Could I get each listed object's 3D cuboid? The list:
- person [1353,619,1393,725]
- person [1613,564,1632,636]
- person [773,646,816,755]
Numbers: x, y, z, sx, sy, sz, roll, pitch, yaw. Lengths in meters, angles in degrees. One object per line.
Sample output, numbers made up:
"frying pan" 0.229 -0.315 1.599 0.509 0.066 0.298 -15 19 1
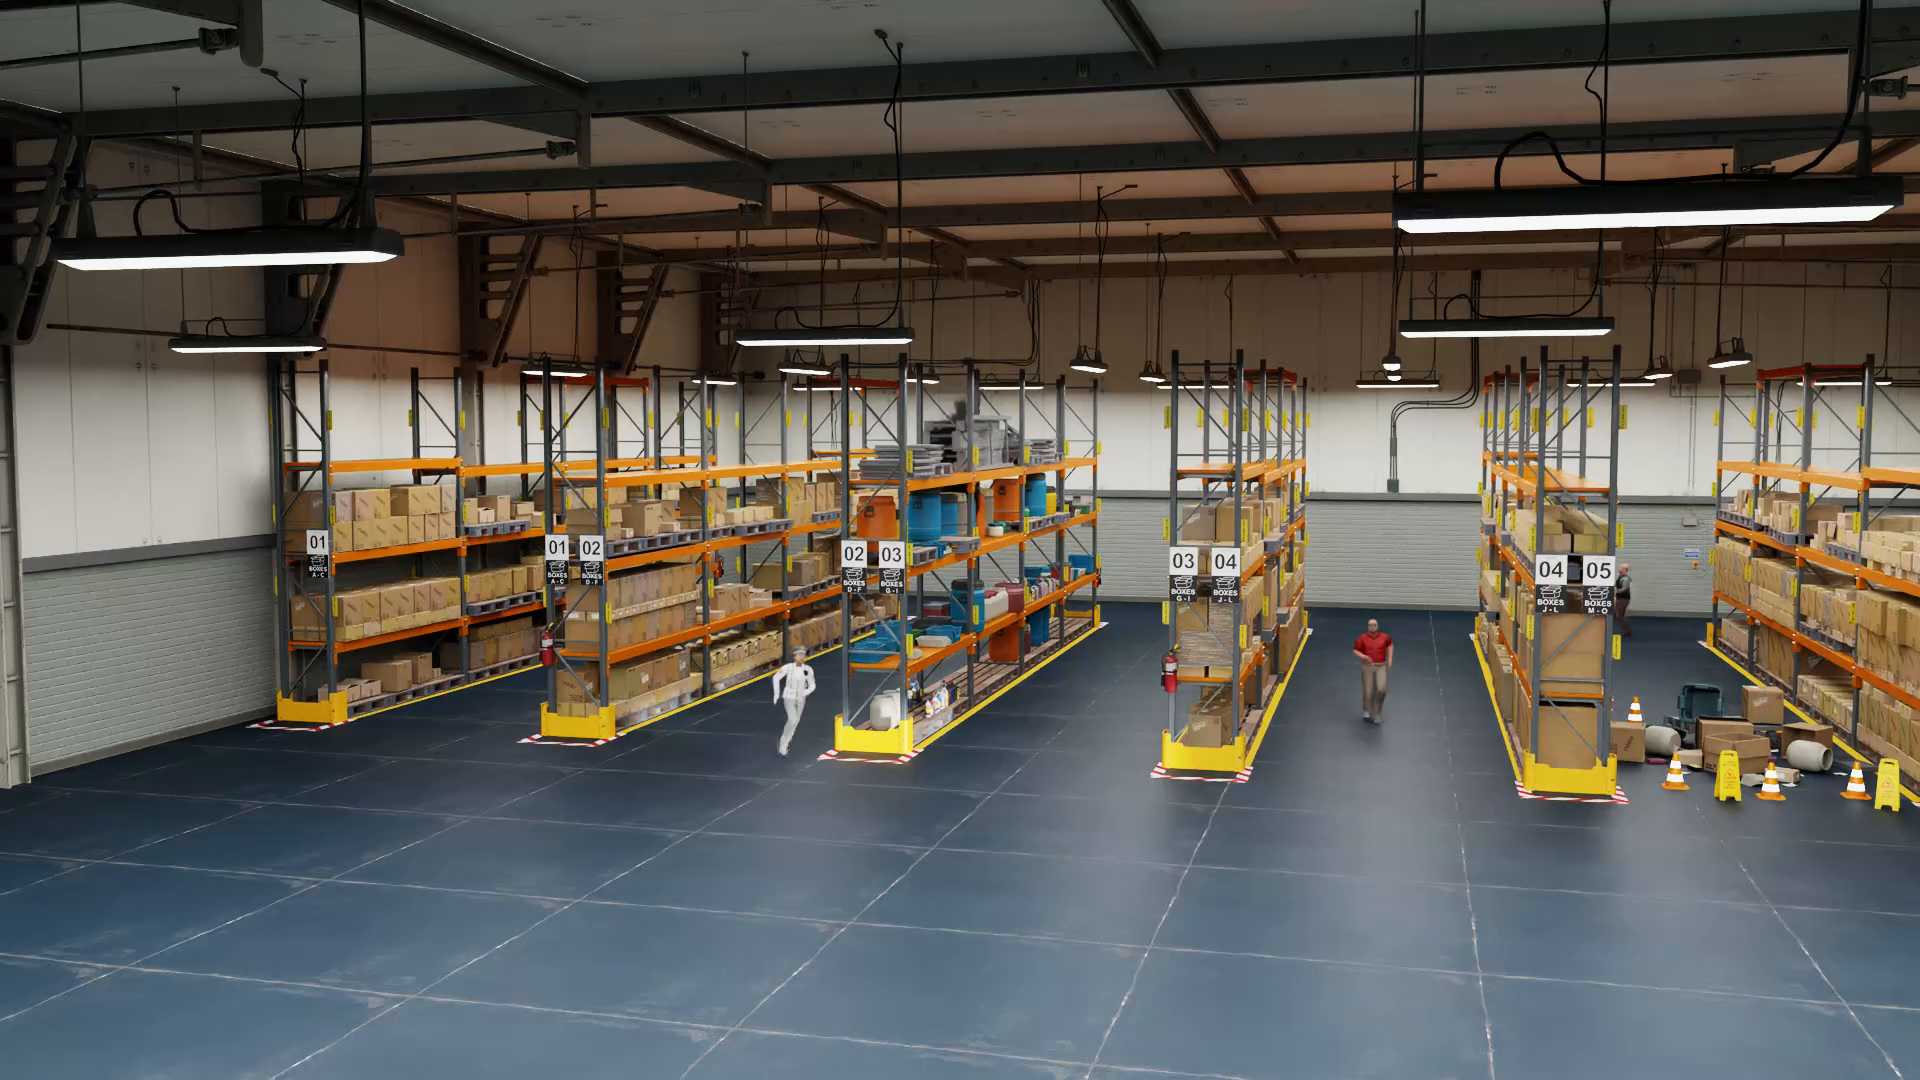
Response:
"person" 6.855 2.185 27.574 0.665 1.766 0.723 1 4 10
"person" 15.280 1.384 38.528 0.590 1.679 0.651 1 4 10
"person" -2.434 2.390 24.744 0.604 1.629 0.601 -2 4 -20
